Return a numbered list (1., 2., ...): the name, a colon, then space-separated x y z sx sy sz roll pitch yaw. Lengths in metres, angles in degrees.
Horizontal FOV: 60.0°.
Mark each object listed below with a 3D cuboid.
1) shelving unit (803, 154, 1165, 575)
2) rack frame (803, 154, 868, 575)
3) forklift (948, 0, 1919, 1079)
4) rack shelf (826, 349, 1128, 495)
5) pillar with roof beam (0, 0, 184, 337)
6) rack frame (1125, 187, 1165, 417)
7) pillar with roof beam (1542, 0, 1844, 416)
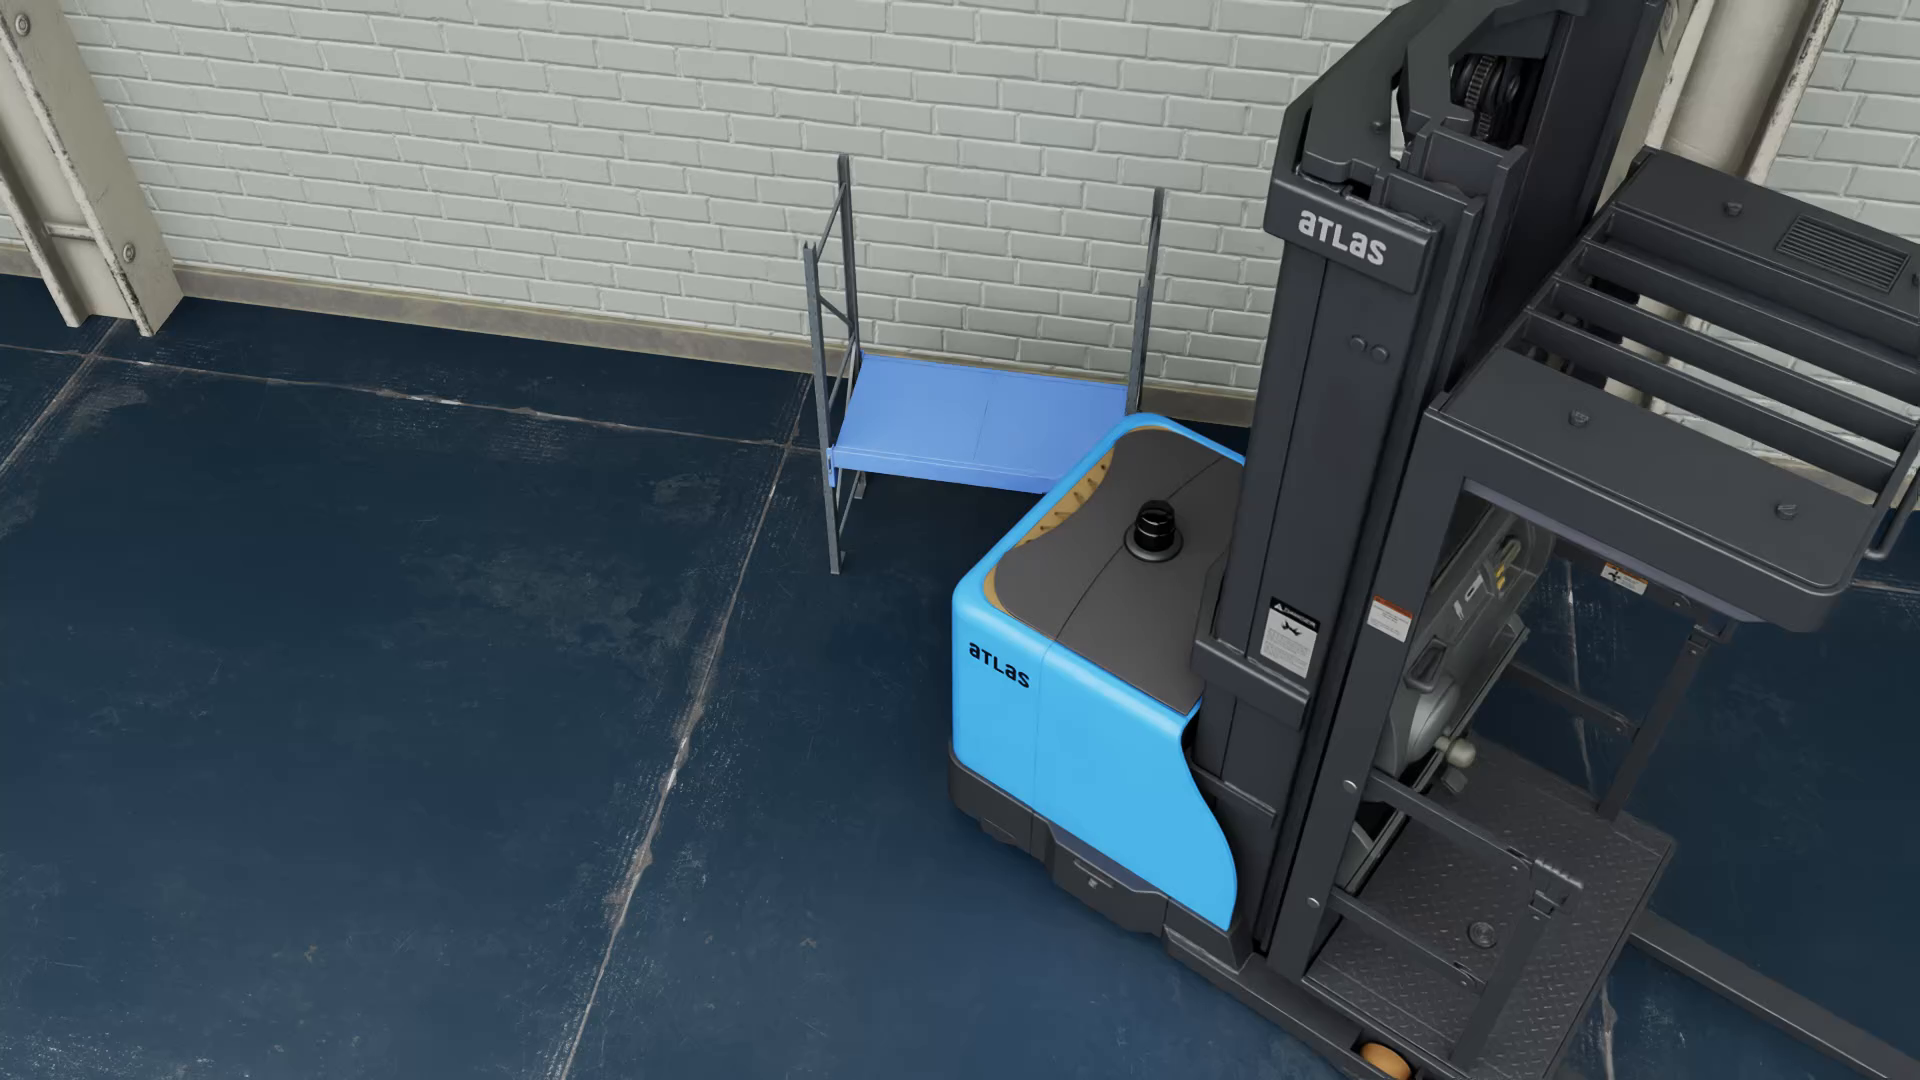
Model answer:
1. shelving unit: 0.084 -0.490 5.682 1.048 1.500 0.538 8 49 7
2. rack frame: -0.416 -0.557 5.742 0.032 1.500 0.500 8 49 7
3. forklift: 1.442 0.264 4.042 3.031 2.935 1.130 30 54 24
4. rack shelf: 0.084 -0.370 5.816 1.000 0.185 0.538 8 49 7
5. pillar with roof beam: -4.343 -0.854 0.967 0.400 9.000 9.100 8 49 7
6. rack frame: 0.584 -0.423 5.622 0.032 1.500 0.500 8 49 7
7. pillar with roof beam: 1.561 -0.060 0.254 0.400 9.000 9.100 8 49 7
